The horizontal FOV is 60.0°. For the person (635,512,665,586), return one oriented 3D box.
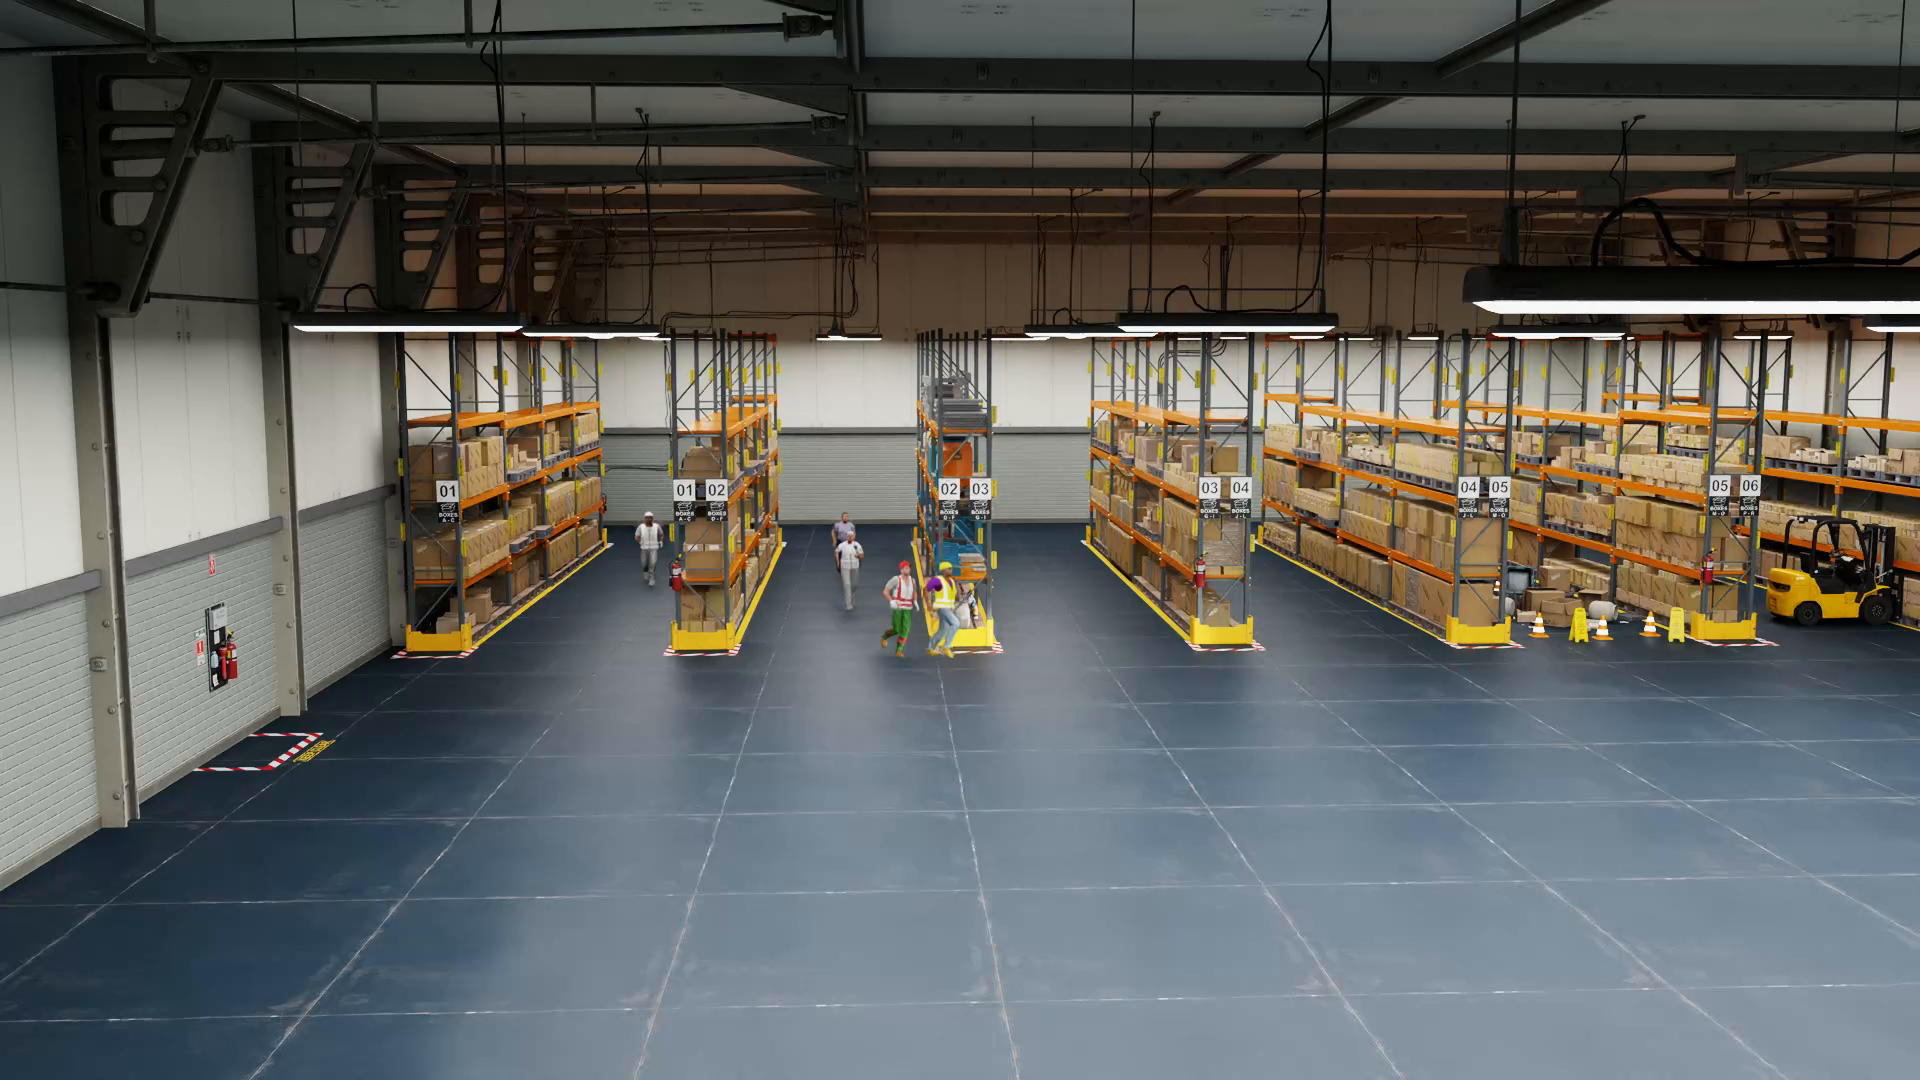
[{"bbox_3d":[-7.365,0.207,39.501,0.692,1.746,0.789,-1,7,-10],"label":"person"}]

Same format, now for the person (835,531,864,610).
[{"bbox_3d":[-2.386,0.625,36.132,0.603,1.662,0.921,-2,7,-14],"label":"person"}]

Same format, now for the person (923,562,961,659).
[{"bbox_3d":[-0.257,1.264,30.467,0.686,1.719,0.713,4,8,28],"label":"person"}]

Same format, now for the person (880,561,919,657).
[{"bbox_3d":[-1.055,1.256,30.676,0.703,1.725,0.780,-4,8,-31],"label":"person"}]

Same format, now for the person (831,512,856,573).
[{"bbox_3d":[-2.840,0.116,40.896,0.592,1.600,0.591,-2,7,-14],"label":"person"}]
